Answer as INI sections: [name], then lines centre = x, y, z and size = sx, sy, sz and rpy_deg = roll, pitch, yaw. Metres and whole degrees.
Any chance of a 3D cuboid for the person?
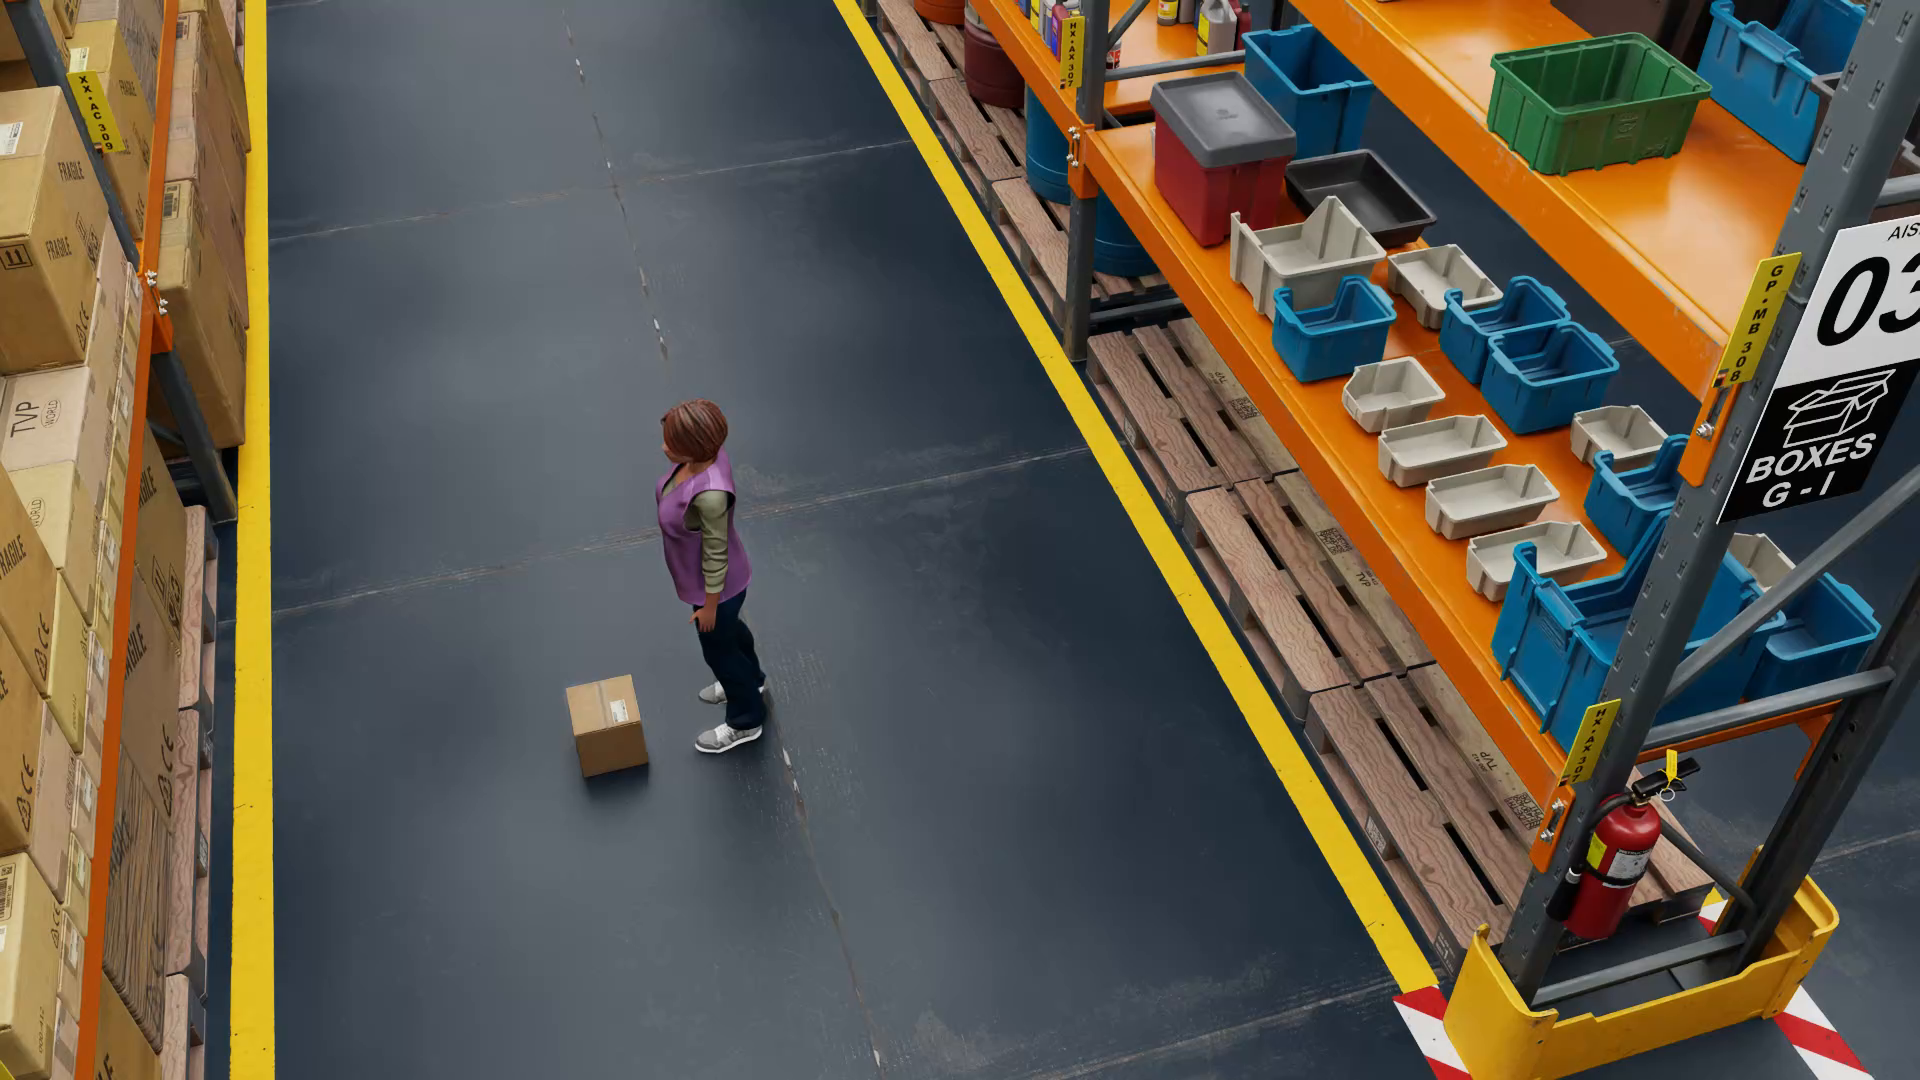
[person]
centre = -0.897, 0.149, 6.030
size = 0.325, 1.610, 0.420
rpy_deg = -11, 44, -12
